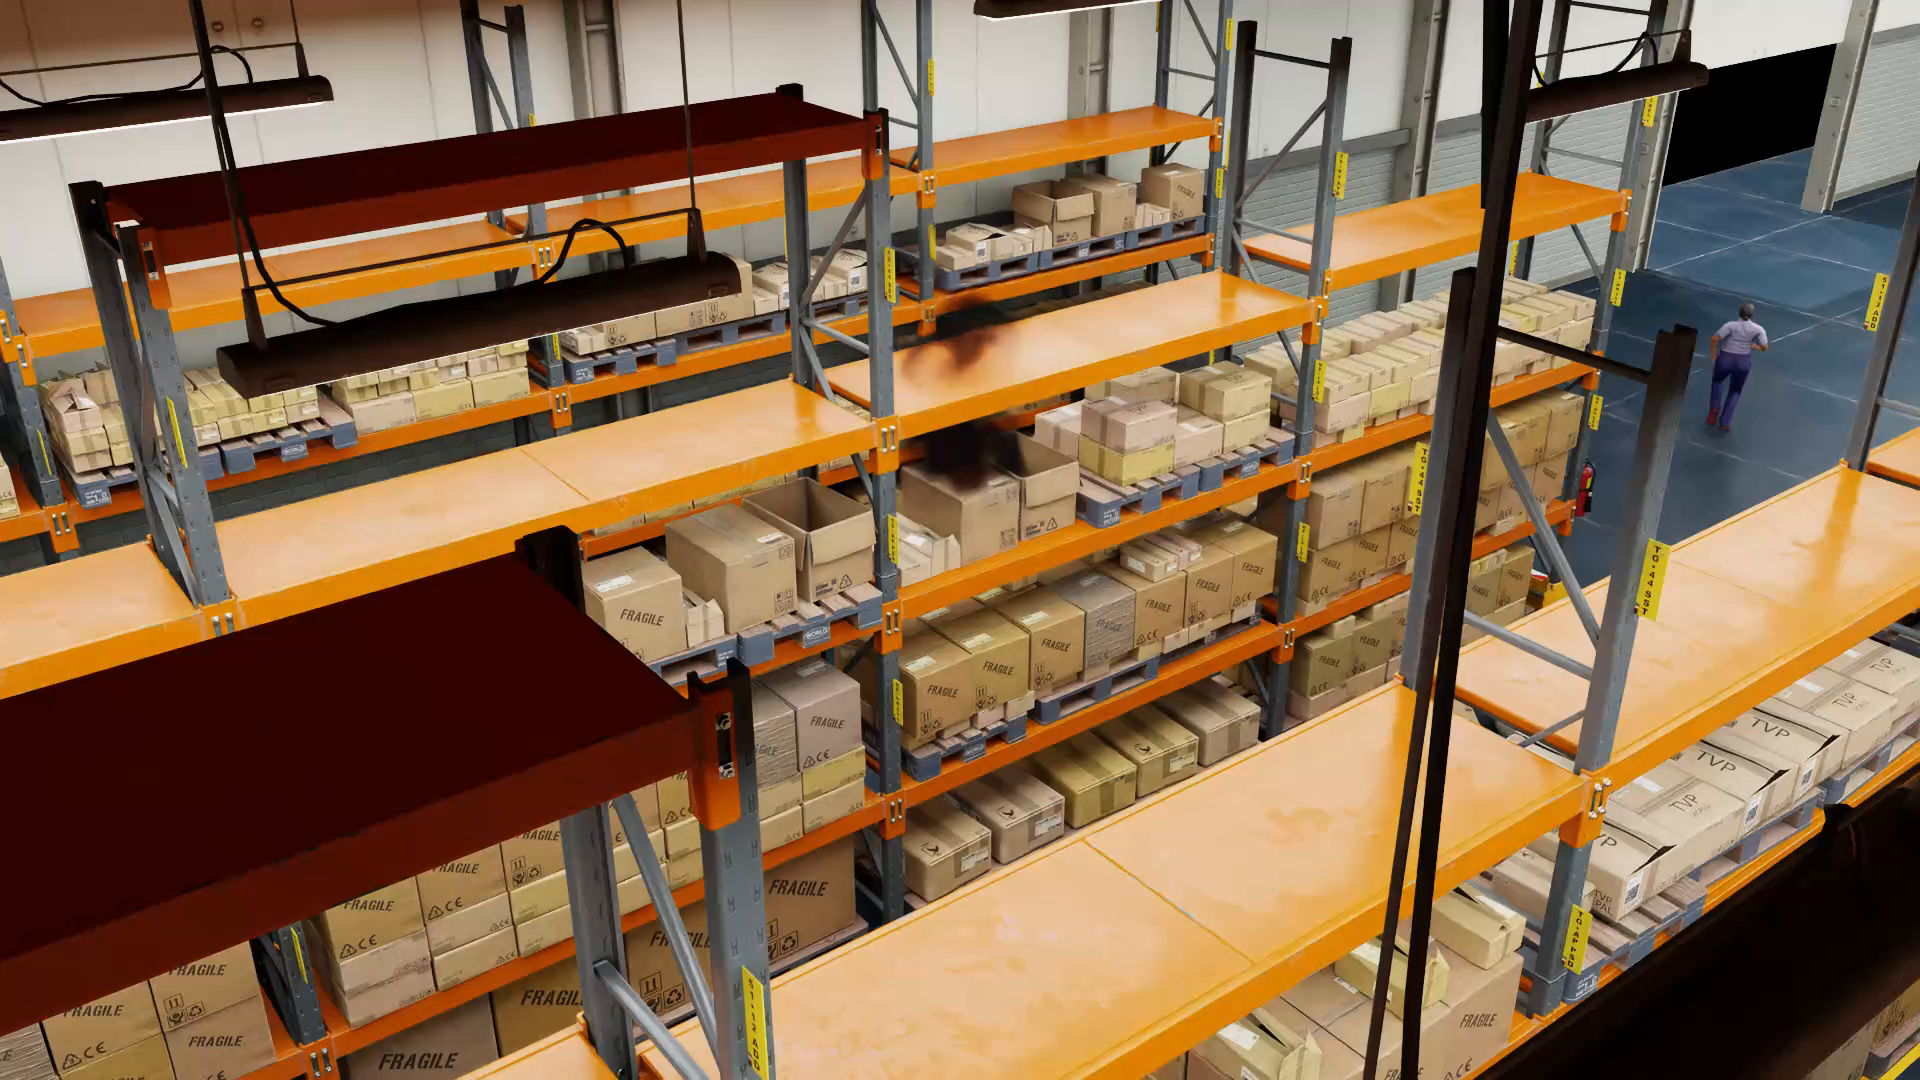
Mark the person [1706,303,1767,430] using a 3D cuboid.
[{"bbox_3d":[9.618,-2.168,20.683,0.667,1.641,0.604,10,28,20],"label":"person"}]
